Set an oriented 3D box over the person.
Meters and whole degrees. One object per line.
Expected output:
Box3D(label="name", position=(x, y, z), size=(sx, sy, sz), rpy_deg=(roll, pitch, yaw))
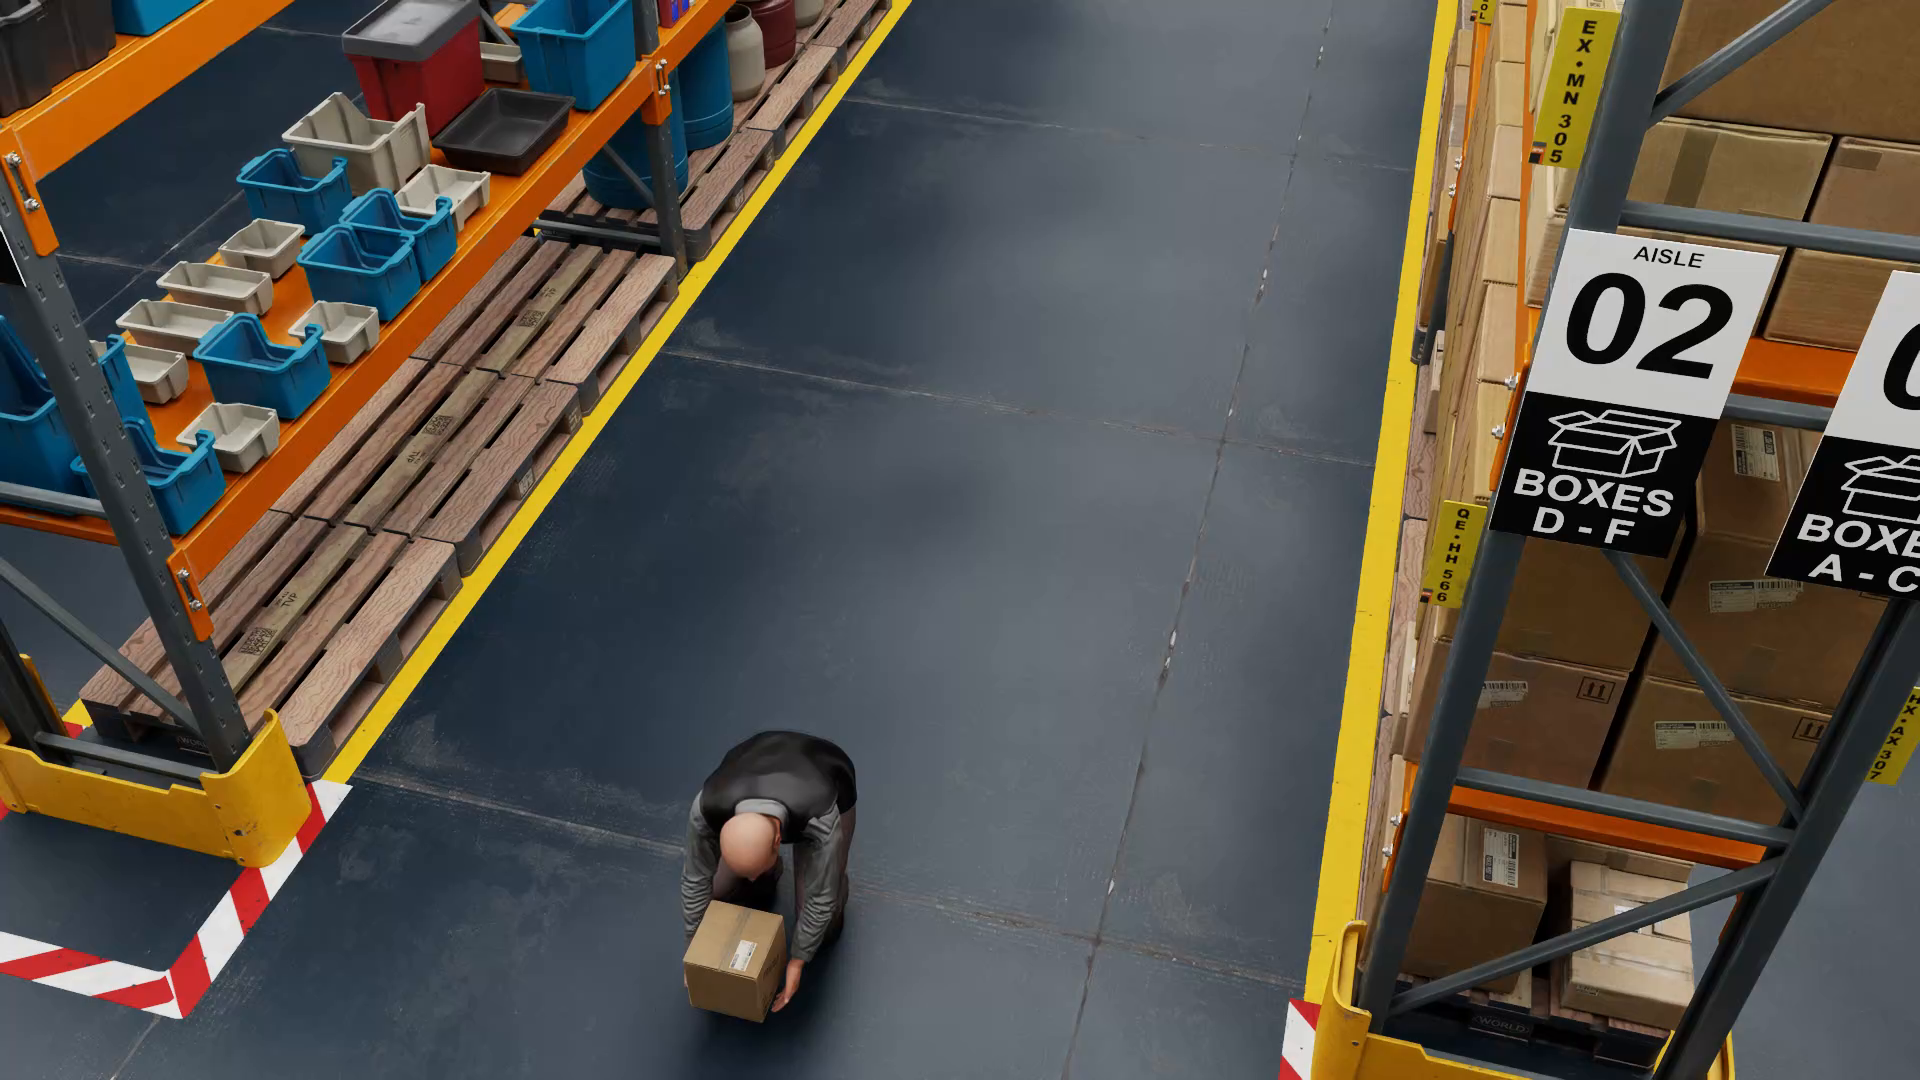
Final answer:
Box3D(label="person", position=(-0.613, 1.030, 5.557), size=(0.540, 0.976, 0.872), rpy_deg=(10, 42, 11))
